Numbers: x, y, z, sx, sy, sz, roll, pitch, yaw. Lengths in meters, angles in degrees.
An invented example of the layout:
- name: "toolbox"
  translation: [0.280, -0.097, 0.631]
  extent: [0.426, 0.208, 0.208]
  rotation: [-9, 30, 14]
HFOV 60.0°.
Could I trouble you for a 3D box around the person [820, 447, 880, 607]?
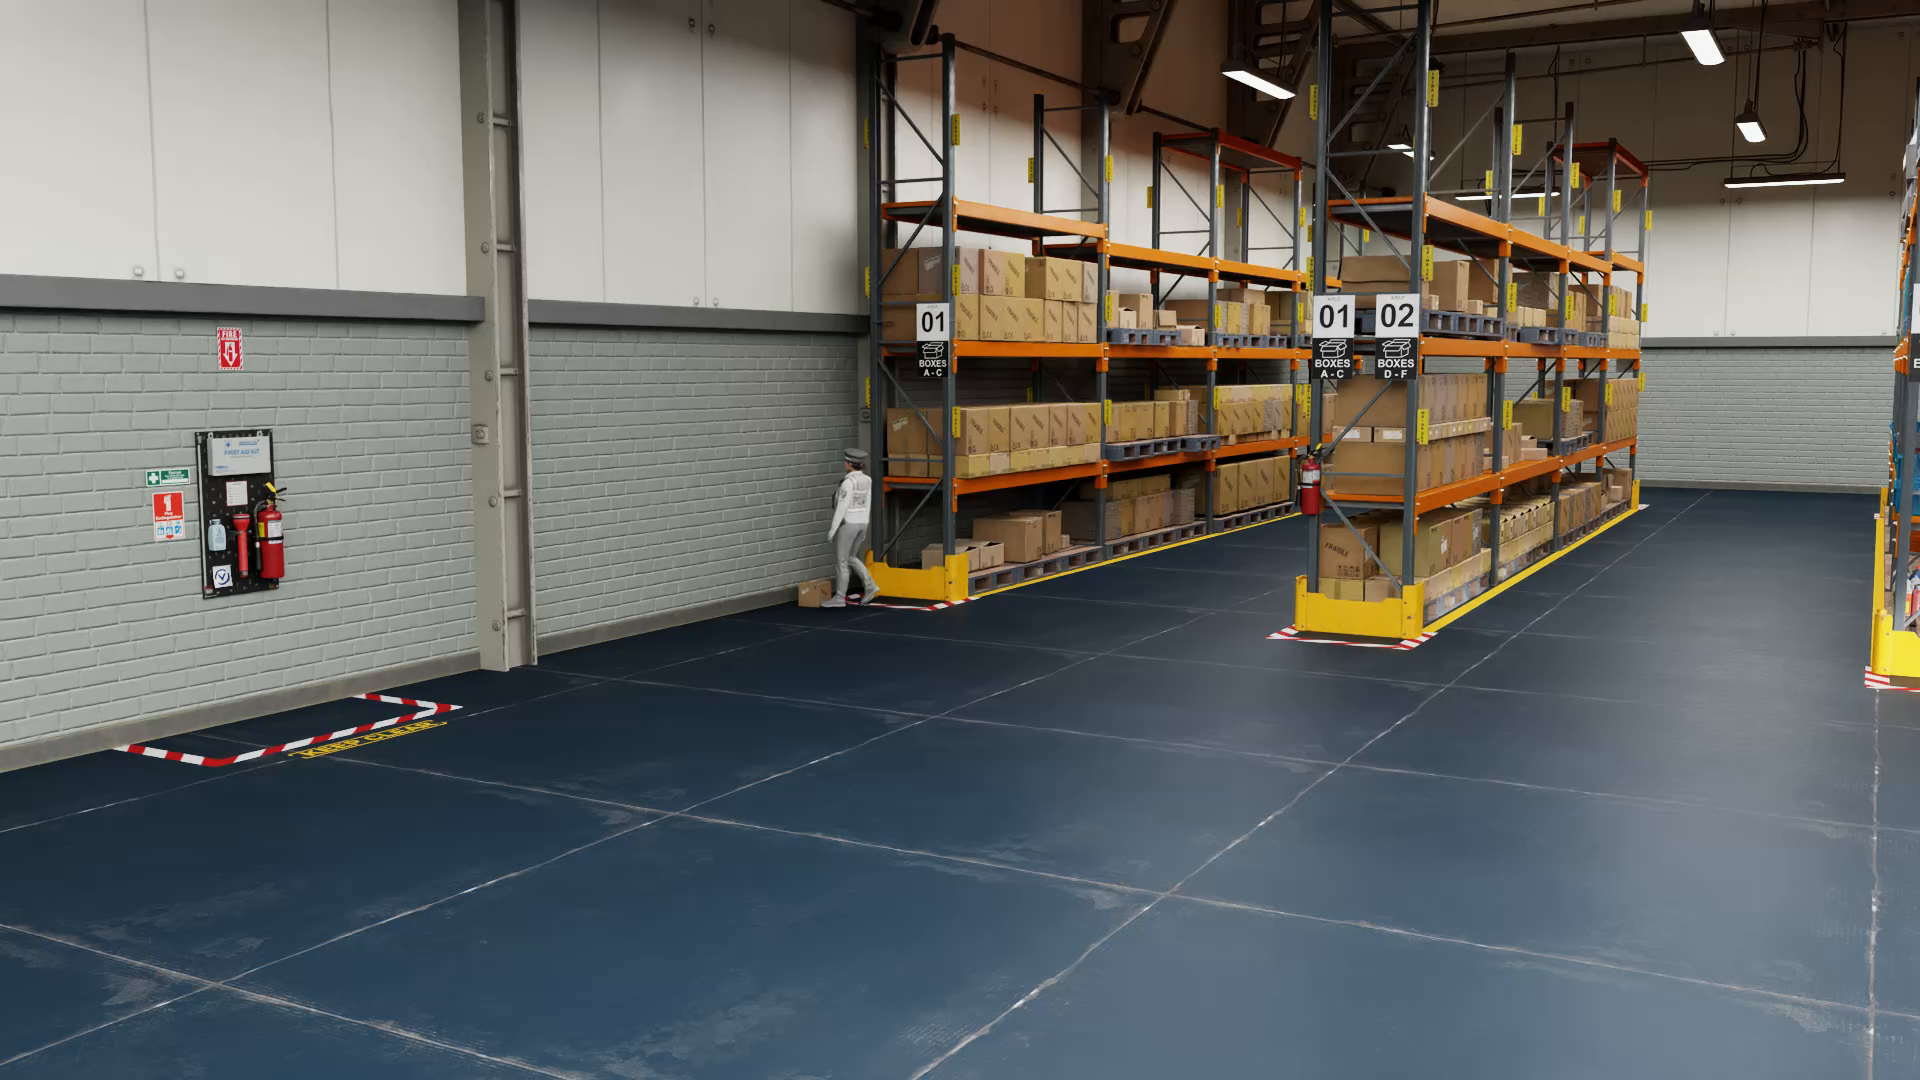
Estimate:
- name: "person"
  translation: [-1.161, -0.132, 17.386]
  extent: [0.577, 1.673, 0.501]
  rotation: [3, 7, 29]
